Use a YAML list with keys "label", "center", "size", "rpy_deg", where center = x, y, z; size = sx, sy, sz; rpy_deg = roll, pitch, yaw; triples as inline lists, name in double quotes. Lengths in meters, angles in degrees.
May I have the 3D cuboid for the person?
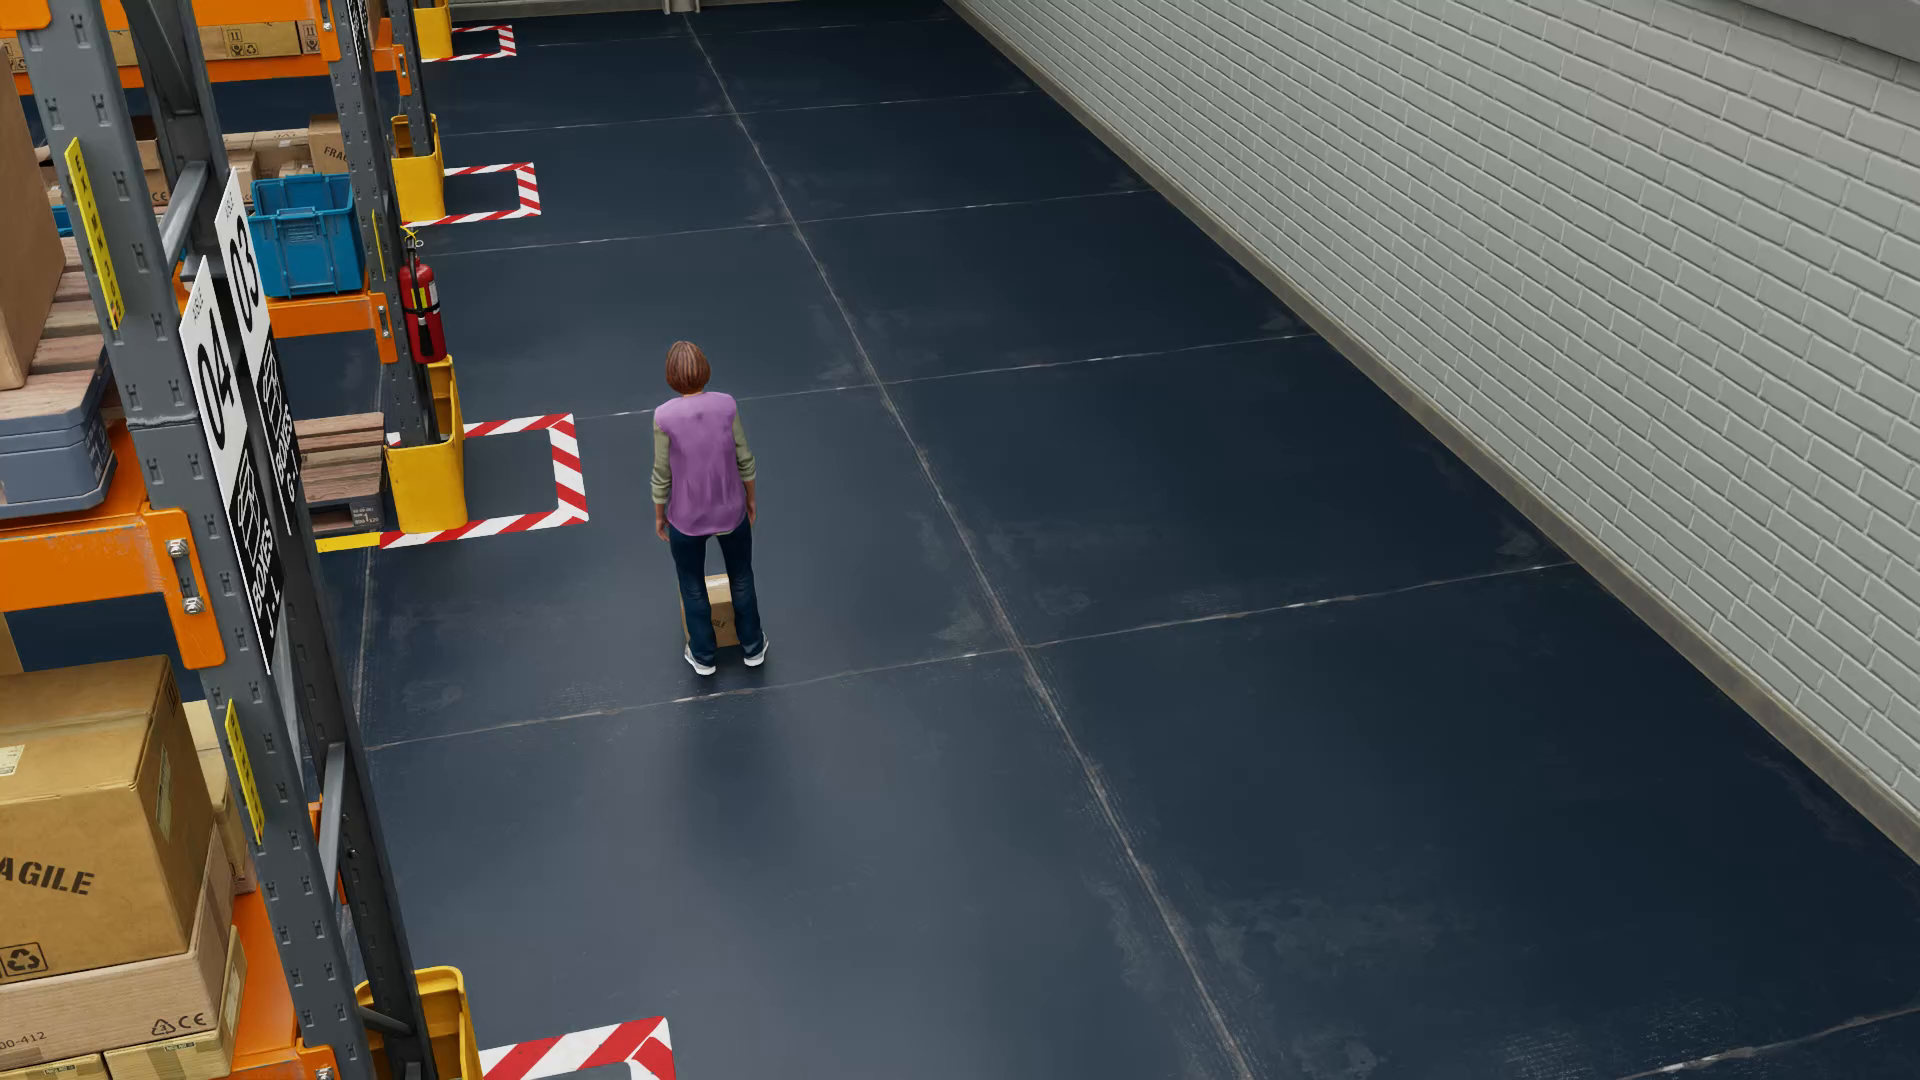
- label: "person"
  center: [-1.112, -0.115, 7.337]
  size: [0.480, 1.591, 0.346]
  rpy_deg: [-10, 32, -16]
